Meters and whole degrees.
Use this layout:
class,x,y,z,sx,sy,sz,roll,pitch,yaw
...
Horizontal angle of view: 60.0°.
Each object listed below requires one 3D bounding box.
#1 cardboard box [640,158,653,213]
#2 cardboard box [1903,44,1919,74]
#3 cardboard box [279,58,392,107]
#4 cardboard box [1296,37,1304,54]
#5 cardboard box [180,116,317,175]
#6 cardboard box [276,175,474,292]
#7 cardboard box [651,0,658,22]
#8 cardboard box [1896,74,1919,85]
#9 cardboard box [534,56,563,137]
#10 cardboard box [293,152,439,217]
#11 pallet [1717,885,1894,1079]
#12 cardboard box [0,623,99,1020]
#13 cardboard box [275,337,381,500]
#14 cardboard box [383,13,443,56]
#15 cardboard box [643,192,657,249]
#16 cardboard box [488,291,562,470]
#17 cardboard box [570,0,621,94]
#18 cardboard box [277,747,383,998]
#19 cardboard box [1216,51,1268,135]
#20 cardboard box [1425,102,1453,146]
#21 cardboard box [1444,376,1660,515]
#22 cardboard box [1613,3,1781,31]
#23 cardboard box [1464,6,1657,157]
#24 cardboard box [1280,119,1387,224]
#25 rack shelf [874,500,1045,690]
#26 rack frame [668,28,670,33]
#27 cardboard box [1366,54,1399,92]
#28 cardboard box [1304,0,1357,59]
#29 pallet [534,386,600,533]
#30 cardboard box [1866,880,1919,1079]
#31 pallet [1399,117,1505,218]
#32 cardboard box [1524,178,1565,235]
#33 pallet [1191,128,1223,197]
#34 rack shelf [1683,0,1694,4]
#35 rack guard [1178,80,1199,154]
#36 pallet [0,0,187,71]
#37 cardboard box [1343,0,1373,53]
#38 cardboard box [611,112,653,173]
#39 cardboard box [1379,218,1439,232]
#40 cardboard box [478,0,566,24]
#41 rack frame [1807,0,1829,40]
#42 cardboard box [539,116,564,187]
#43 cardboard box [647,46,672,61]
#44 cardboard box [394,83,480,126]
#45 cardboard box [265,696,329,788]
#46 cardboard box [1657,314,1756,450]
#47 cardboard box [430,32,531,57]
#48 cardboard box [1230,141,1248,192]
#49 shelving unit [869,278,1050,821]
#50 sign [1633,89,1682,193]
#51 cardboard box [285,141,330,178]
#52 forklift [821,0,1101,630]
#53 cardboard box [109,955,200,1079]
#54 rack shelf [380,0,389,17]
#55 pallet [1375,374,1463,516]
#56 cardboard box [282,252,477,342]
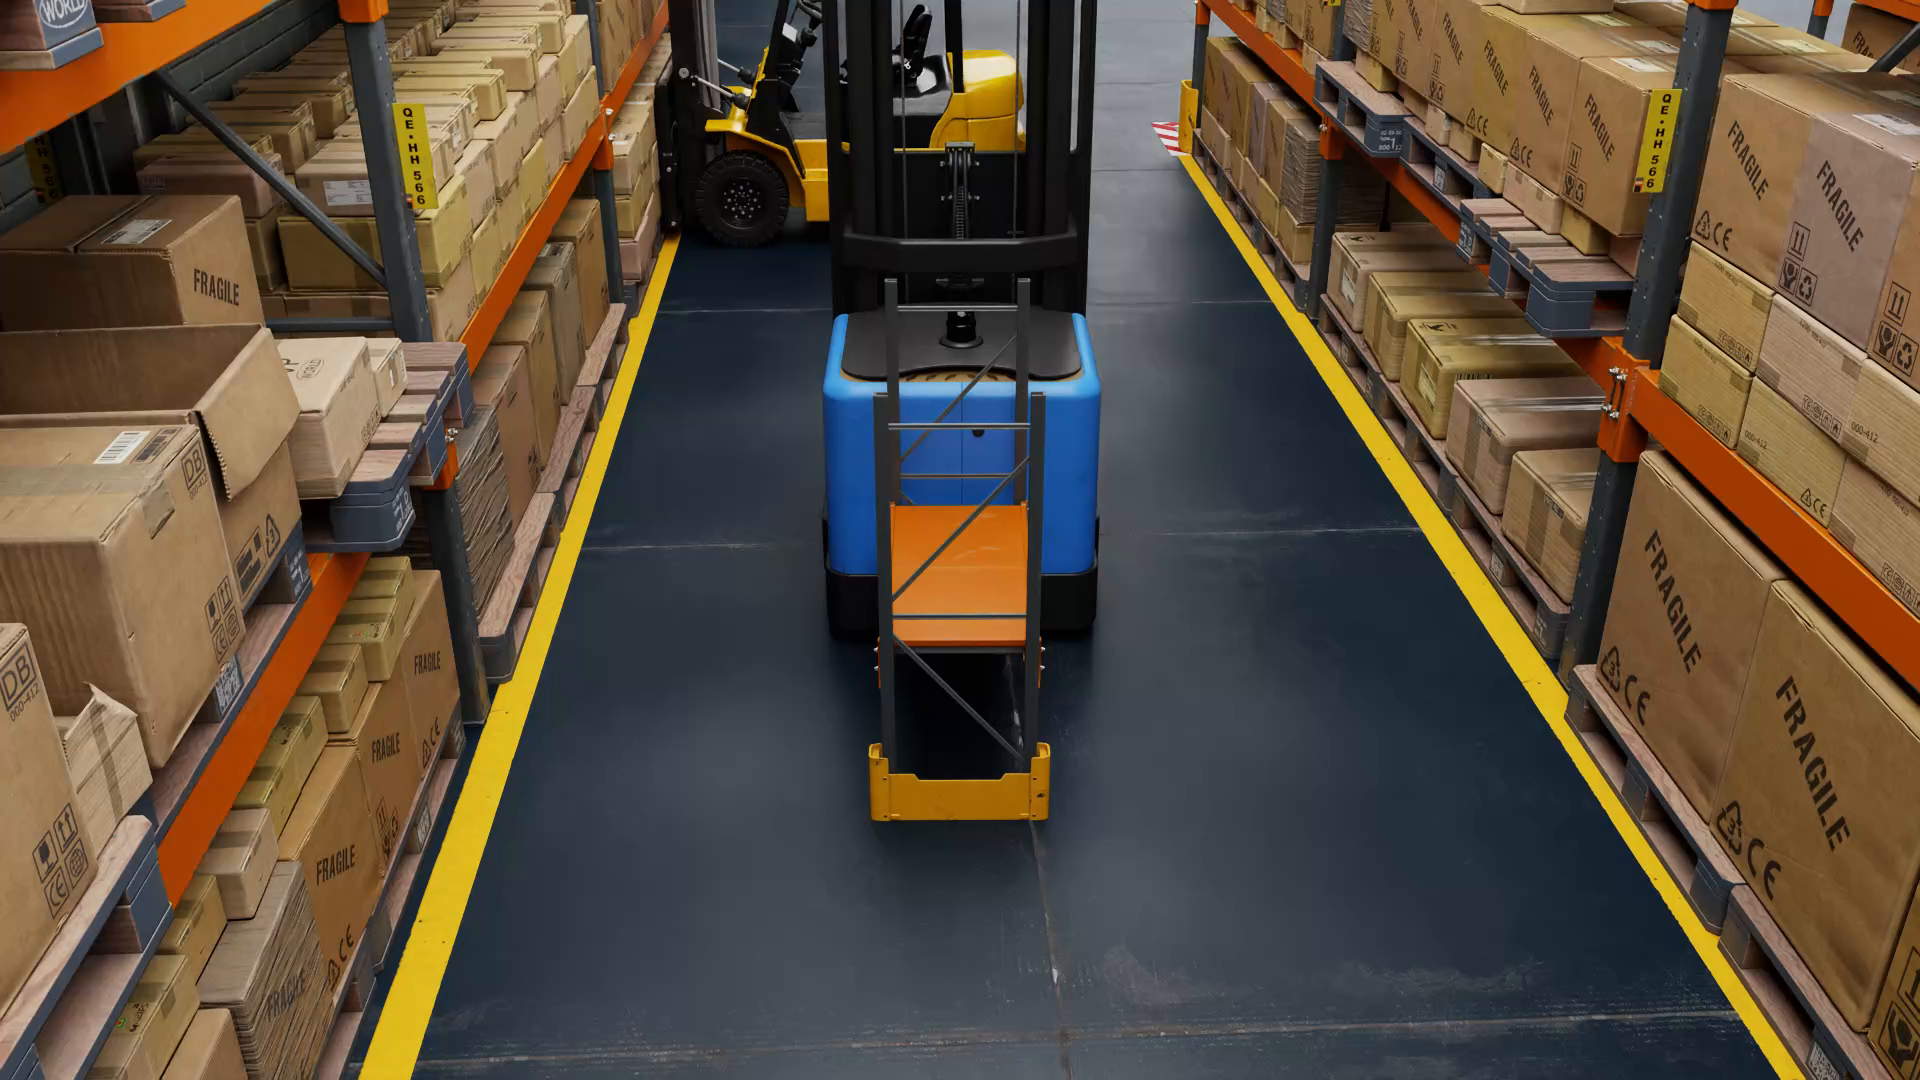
class,x,y,z,sx,sy,sz,roll,pitch,yaw
cardboard box,-2.163,-2.175,10.156,0.500,0.250,0.500,-2,28,-3
cardboard box,7.417,-3.185,11.956,0.875,0.875,0.875,-2,28,-3
cardboard box,-2.528,-1.862,6.767,0.380,0.149,0.250,-1,28,-1
cardboard box,2.263,-3.027,10.082,0.380,0.149,0.250,-2,28,-3
cardboard box,-2.506,-1.393,5.867,0.380,0.149,0.250,-1,28,-3
cardboard box,-1.963,-1.043,5.627,0.500,0.250,0.500,-1,28,-3
cardboard box,-2.294,-3.718,11.026,0.500,0.500,0.500,-2,28,-4
cardboard box,3.036,-1.053,4.836,0.500,0.500,0.500,-2,28,-4
cardboard box,-2.082,-1.984,7.432,0.500,0.250,0.500,-1,28,-2
cardboard box,-1.932,-1.162,5.425,0.380,0.149,0.250,-1,28,-1
pallet,2.774,1.367,4.401,1.003,0.211,1.213,-1,28,-3
cardboard box,-1.829,0.473,2.538,0.700,0.500,0.500,-1,28,-2
cardboard box,-1.831,-0.316,4.321,0.500,0.250,0.500,-3,28,-5
cardboard box,-2.606,-2.330,7.664,0.380,0.149,0.250,-2,28,-3
cardboard box,-2.155,-1.956,10.276,0.500,0.250,0.500,-2,28,-4
cardboard box,-2.305,-0.710,7.482,0.875,0.625,0.625,-2,28,-5
cardboard box,-2.180,-2.779,9.226,0.500,0.500,0.500,-2,28,-4
cardboard box,-1.927,0.909,4.512,0.500,0.500,0.500,0,28,0
cardboard box,2.129,-3.160,11.774,0.500,0.500,0.500,-2,28,-5
cardboard box,2.292,-1.854,7.379,0.380,0.149,0.250,0,28,-1
cardboard box,2.681,-0.421,7.200,0.950,0.372,0.625,-2,28,-4
cardboard box,2.886,-1.859,6.687,0.500,0.500,0.500,-1,28,-2
cardboard box,2.381,-1.835,6.641,0.500,0.500,0.500,-3,28,-6
cardboard box,2.240,-2.211,9.954,0.500,0.500,0.500,-2,28,-3
rack shelf,-0.005,0.165,5.701,0.538,0.185,1.000,0,28,0
rack frame,-2.627,-4.371,12.386,1.000,3.000,0.127,-1,28,-3
cardboard box,2.256,-2.341,8.313,0.380,0.149,0.250,-1,28,-2
cardboard box,2.267,-3.020,9.368,0.500,0.500,0.500,-2,28,-4
pallet,-2.274,-0.383,7.756,1.003,0.211,1.213,-1,28,-3
cardboard box,2.789,1.104,3.733,0.875,0.875,0.875,-1,28,-1
pallet,2.603,-1.626,7.331,1.003,0.211,1.213,-1,28,-3
cardboard box,2.351,-1.256,6.231,0.380,0.149,0.250,-2,28,-3
pallet,2.341,-2.845,12.476,1.003,0.211,1.213,-1,28,-3
rack shelf,2.643,-2.732,6.779,1.077,0.370,4.000,-1,28,-3
rack guard,2.334,-3.349,13.130,1.175,0.500,0.348,-1,28,-3
pallet,-2.022,-0.857,2.610,1.213,0.211,1.003,-1,28,-3
cardboard box,2.277,-2.784,8.460,0.500,0.500,0.500,-1,28,-1
cardboard box,-2.147,-2.401,10.048,0.500,0.250,0.500,-1,28,-3
cardboard box,2.777,-1.891,10.151,0.500,0.250,0.500,-3,28,-5
cardboard box,-2.147,-2.584,8.151,0.380,0.149,0.250,-2,28,-3
rack frame,7.268,-4.658,12.938,1.000,3.000,0.127,-1,28,-3
cardboard box,-2.103,-1.768,7.559,0.500,0.250,0.500,-1,28,-2
cardboard box,-2.259,-3.340,11.849,0.500,0.250,0.500,-1,28,-2
cardboard box,-2.055,-1.639,6.340,0.380,0.149,0.250,-1,28,-2
cardboard box,-1.947,0.551,4.497,0.380,0.149,0.250,-1,28,-1
cardboard box,2.522,-0.499,5.126,0.500,0.250,0.500,-2,28,-4
cardboard box,-2.082,-2.114,7.249,0.380,0.149,0.250,-1,28,-2
cardboard box,2.156,-2.592,11.496,0.500,0.250,0.500,0,28,1
shelving unit,-0.005,0.010,5.609,0.587,1.500,1.083,0,28,0
sign,2.206,-1.259,5.253,0.100,0.325,0.005,-1,28,-3
cardboard box,-2.539,-1.268,6.059,0.500,0.250,0.500,-1,28,-2
forklift,-0.005,-1.589,7.126,1.130,2.935,3.031,0,28,0
cardboard box,-1.884,1.032,3.575,0.380,0.149,0.250,0,28,-1
rack shelf,-2.314,-2.611,6.546,1.077,0.370,4.000,-1,28,-3
pallet,2.648,-0.484,7.950,1.003,0.211,1.213,-1,28,-3
cardboard box,-1.988,-0.820,5.742,0.500,0.250,0.500,-1,28,-2
